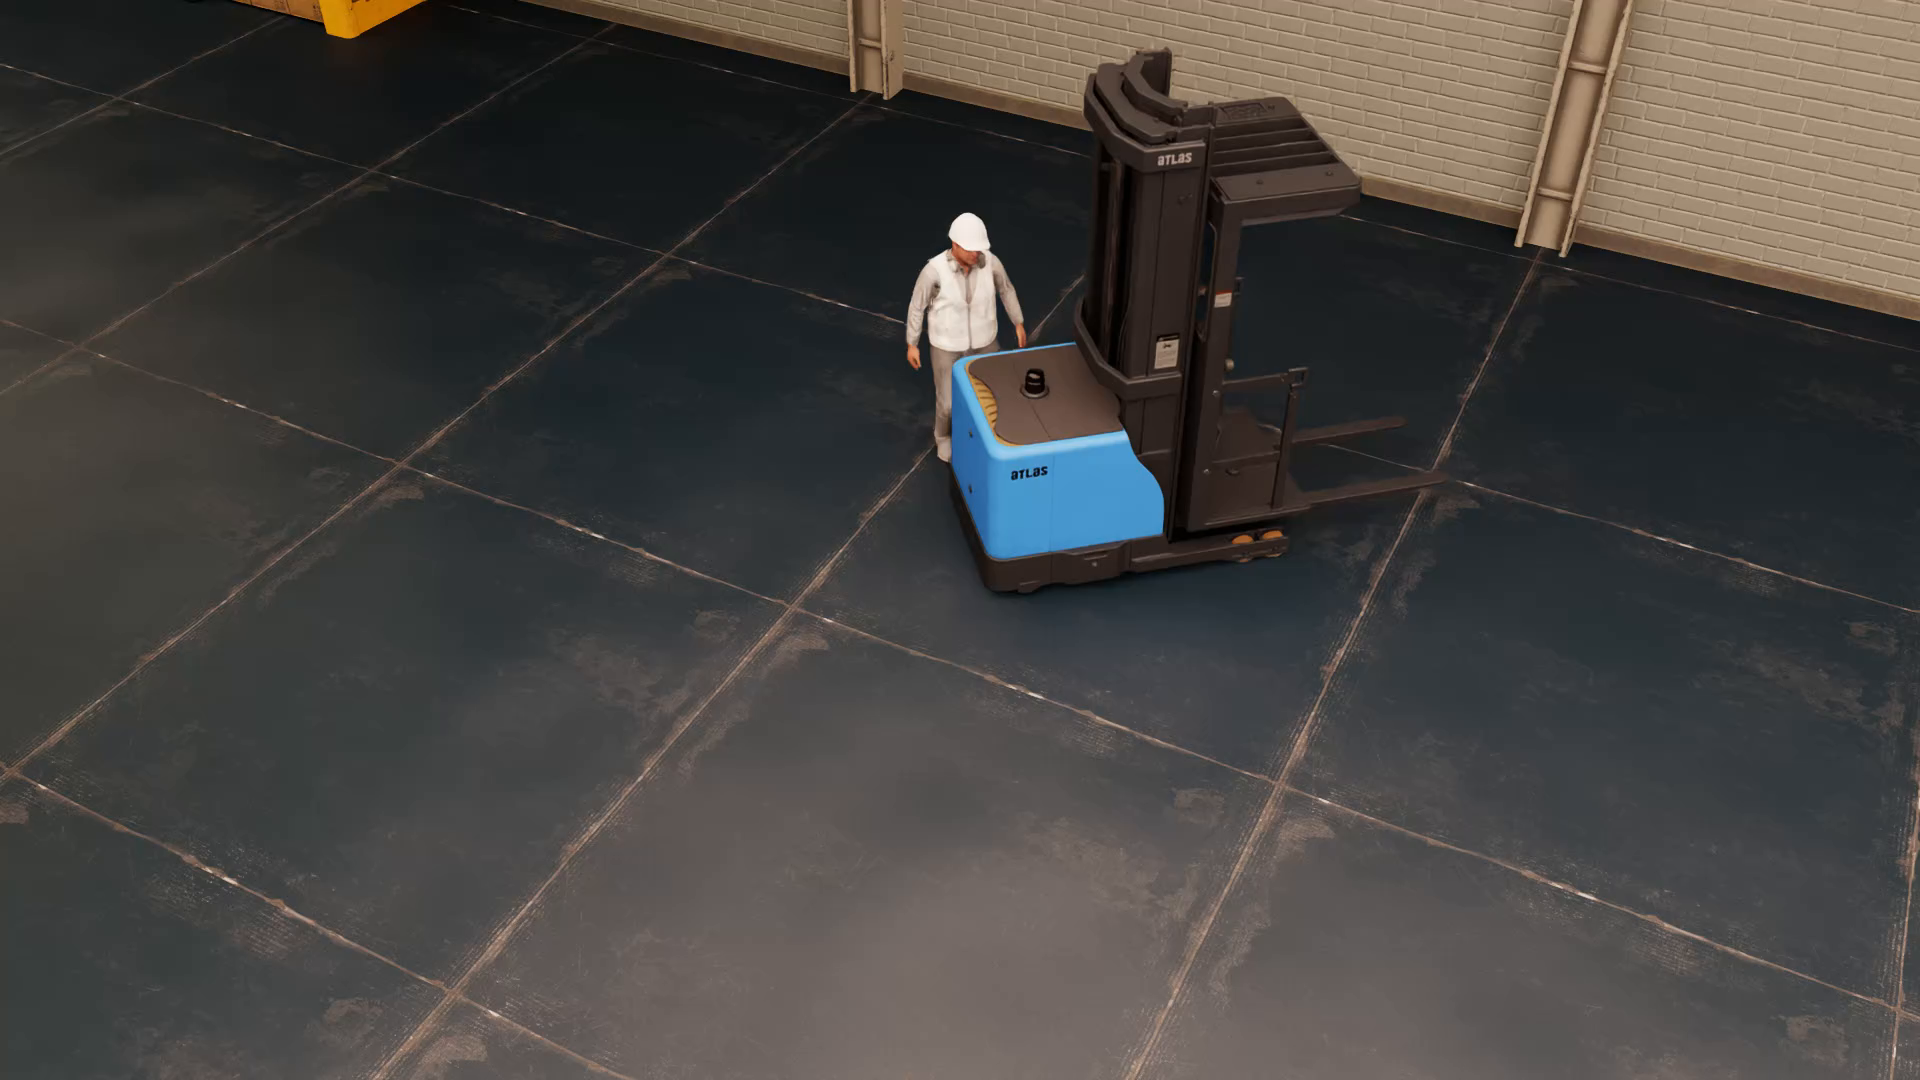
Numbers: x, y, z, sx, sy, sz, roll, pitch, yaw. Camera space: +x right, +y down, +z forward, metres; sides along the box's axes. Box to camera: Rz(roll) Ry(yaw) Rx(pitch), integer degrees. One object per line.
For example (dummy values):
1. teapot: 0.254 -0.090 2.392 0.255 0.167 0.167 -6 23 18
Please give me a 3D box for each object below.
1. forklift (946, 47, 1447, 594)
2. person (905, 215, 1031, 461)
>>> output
1. forklift: 1.488 -1.305 9.536 3.031 2.935 1.130 -9 41 -11
2. person: 0.057 -1.223 10.382 0.814 1.733 0.480 -12 42 -14
